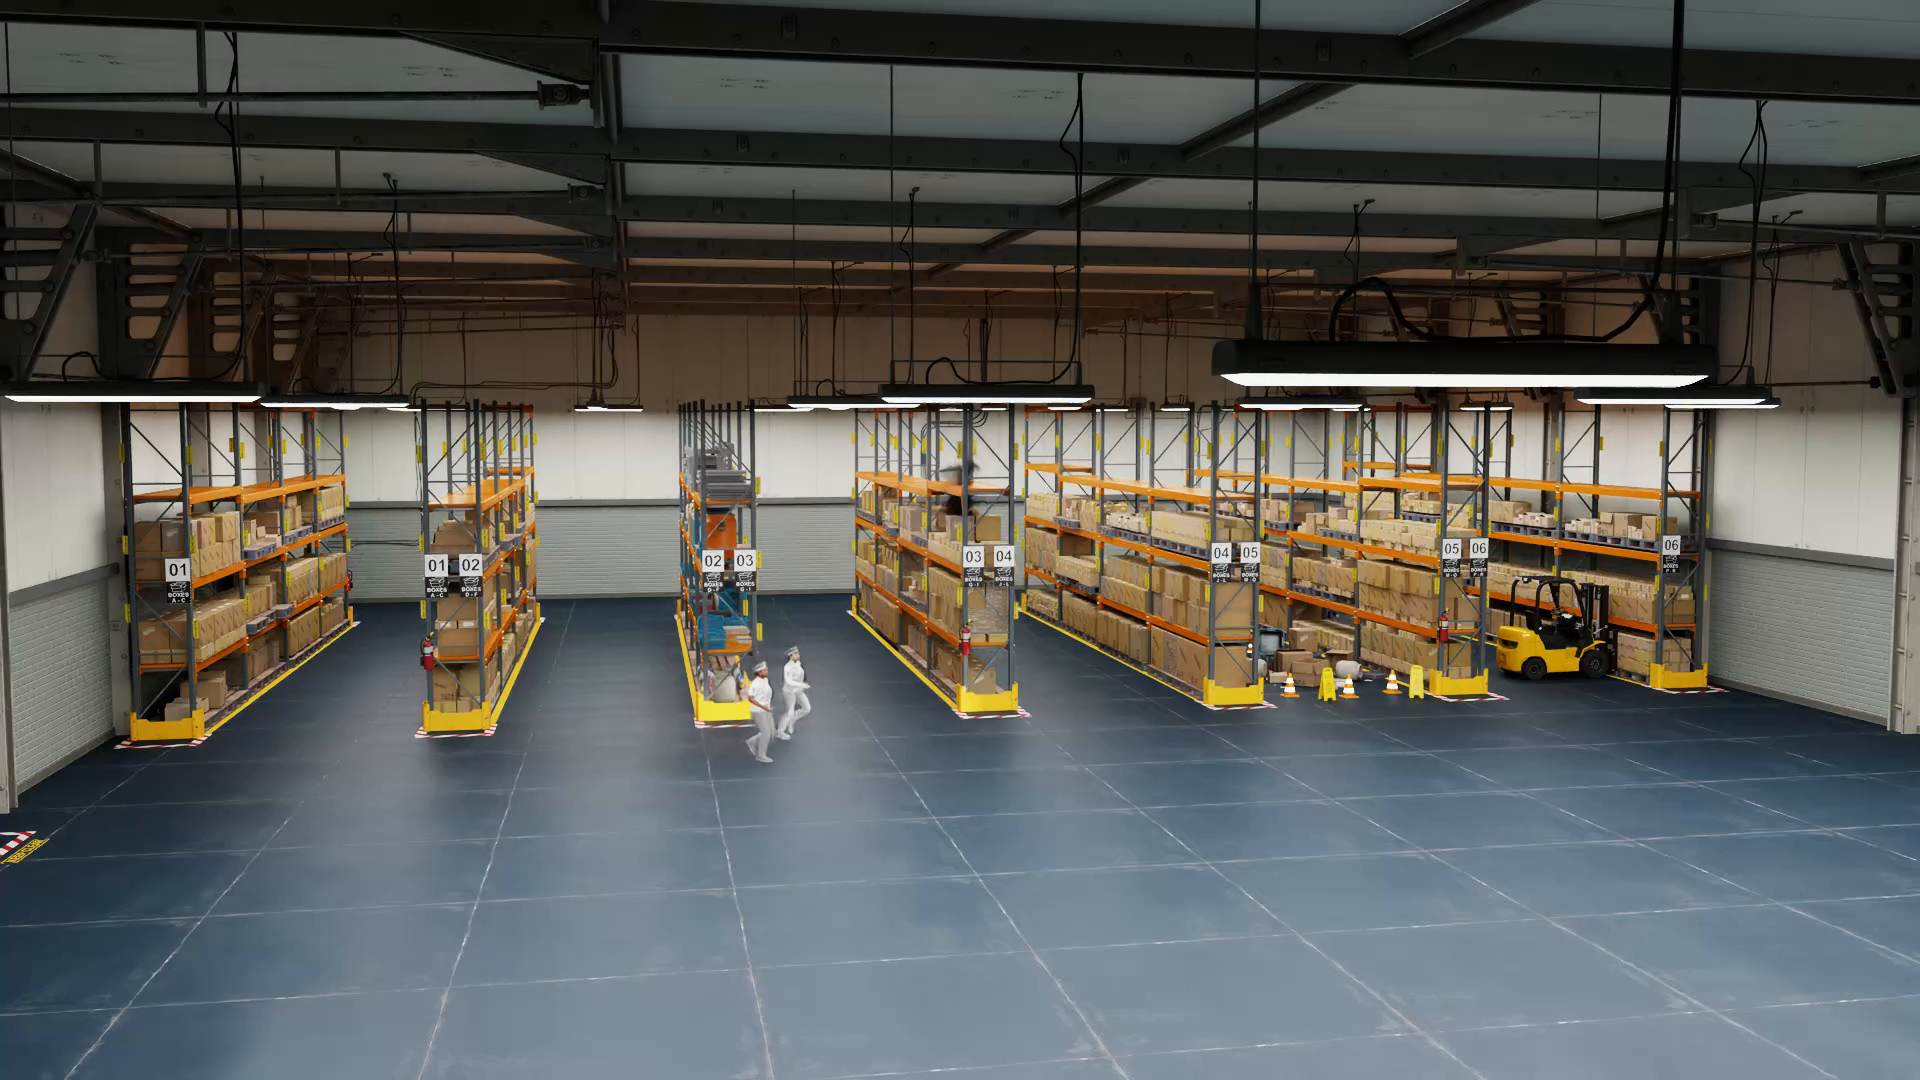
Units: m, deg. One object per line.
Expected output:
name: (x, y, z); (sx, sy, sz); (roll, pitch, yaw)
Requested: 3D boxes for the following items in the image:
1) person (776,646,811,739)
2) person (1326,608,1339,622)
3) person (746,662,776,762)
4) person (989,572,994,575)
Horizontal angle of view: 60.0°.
person: (-2.905, 2.678, 29.320); (0.715, 1.653, 0.640); (2, 5, 27)
person: (10.154, 1.488, 45.414); (0.542, 1.579, 0.886); (-2, 5, -21)
person: (-3.303, 2.830, 27.429); (0.517, 1.672, 0.584); (1, 5, 18)
person: (0.962, 1.239, 48.651); (0.635, 1.667, 0.676); (2, 5, 28)
